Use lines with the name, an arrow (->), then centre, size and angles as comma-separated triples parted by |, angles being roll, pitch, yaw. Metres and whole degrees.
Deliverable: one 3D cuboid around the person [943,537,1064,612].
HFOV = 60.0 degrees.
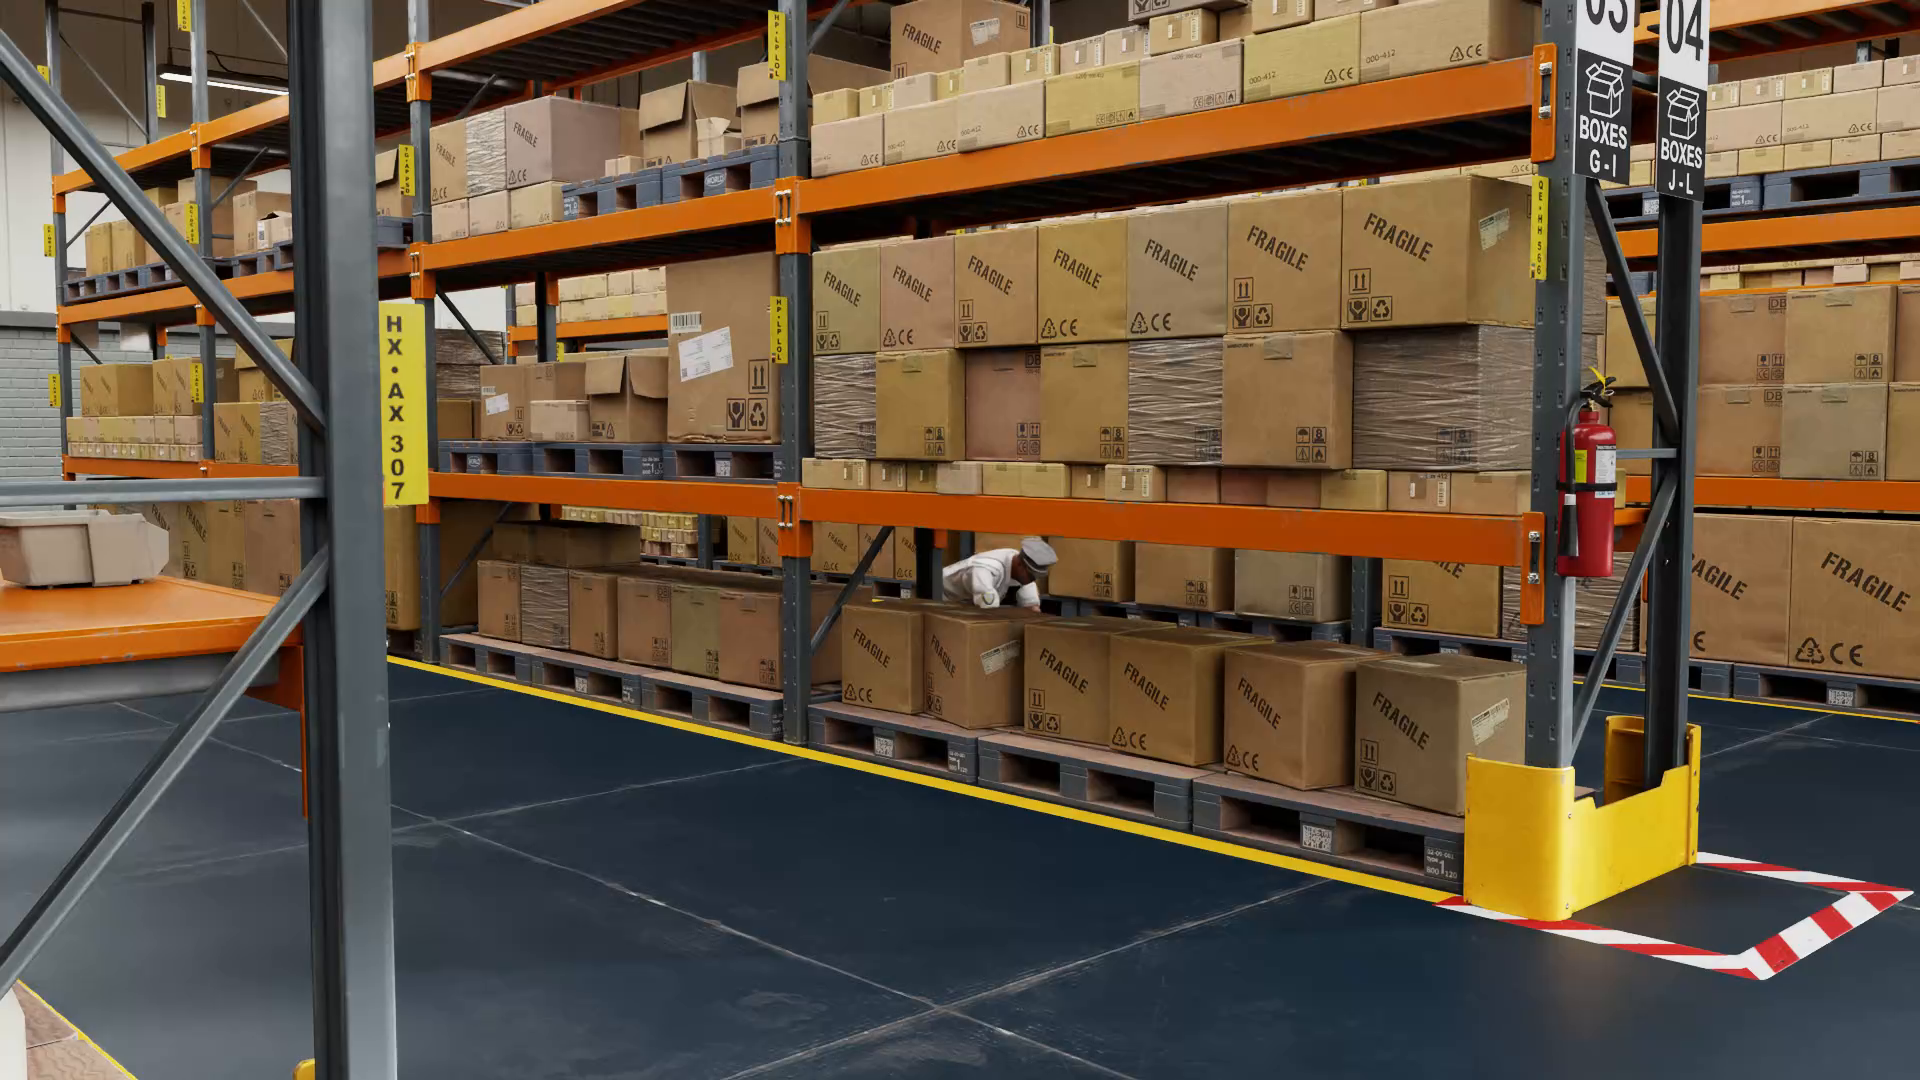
person -> 0.195, 0.451, 10.221 | 1.024, 0.929, 0.542 | 4, 5, 43
